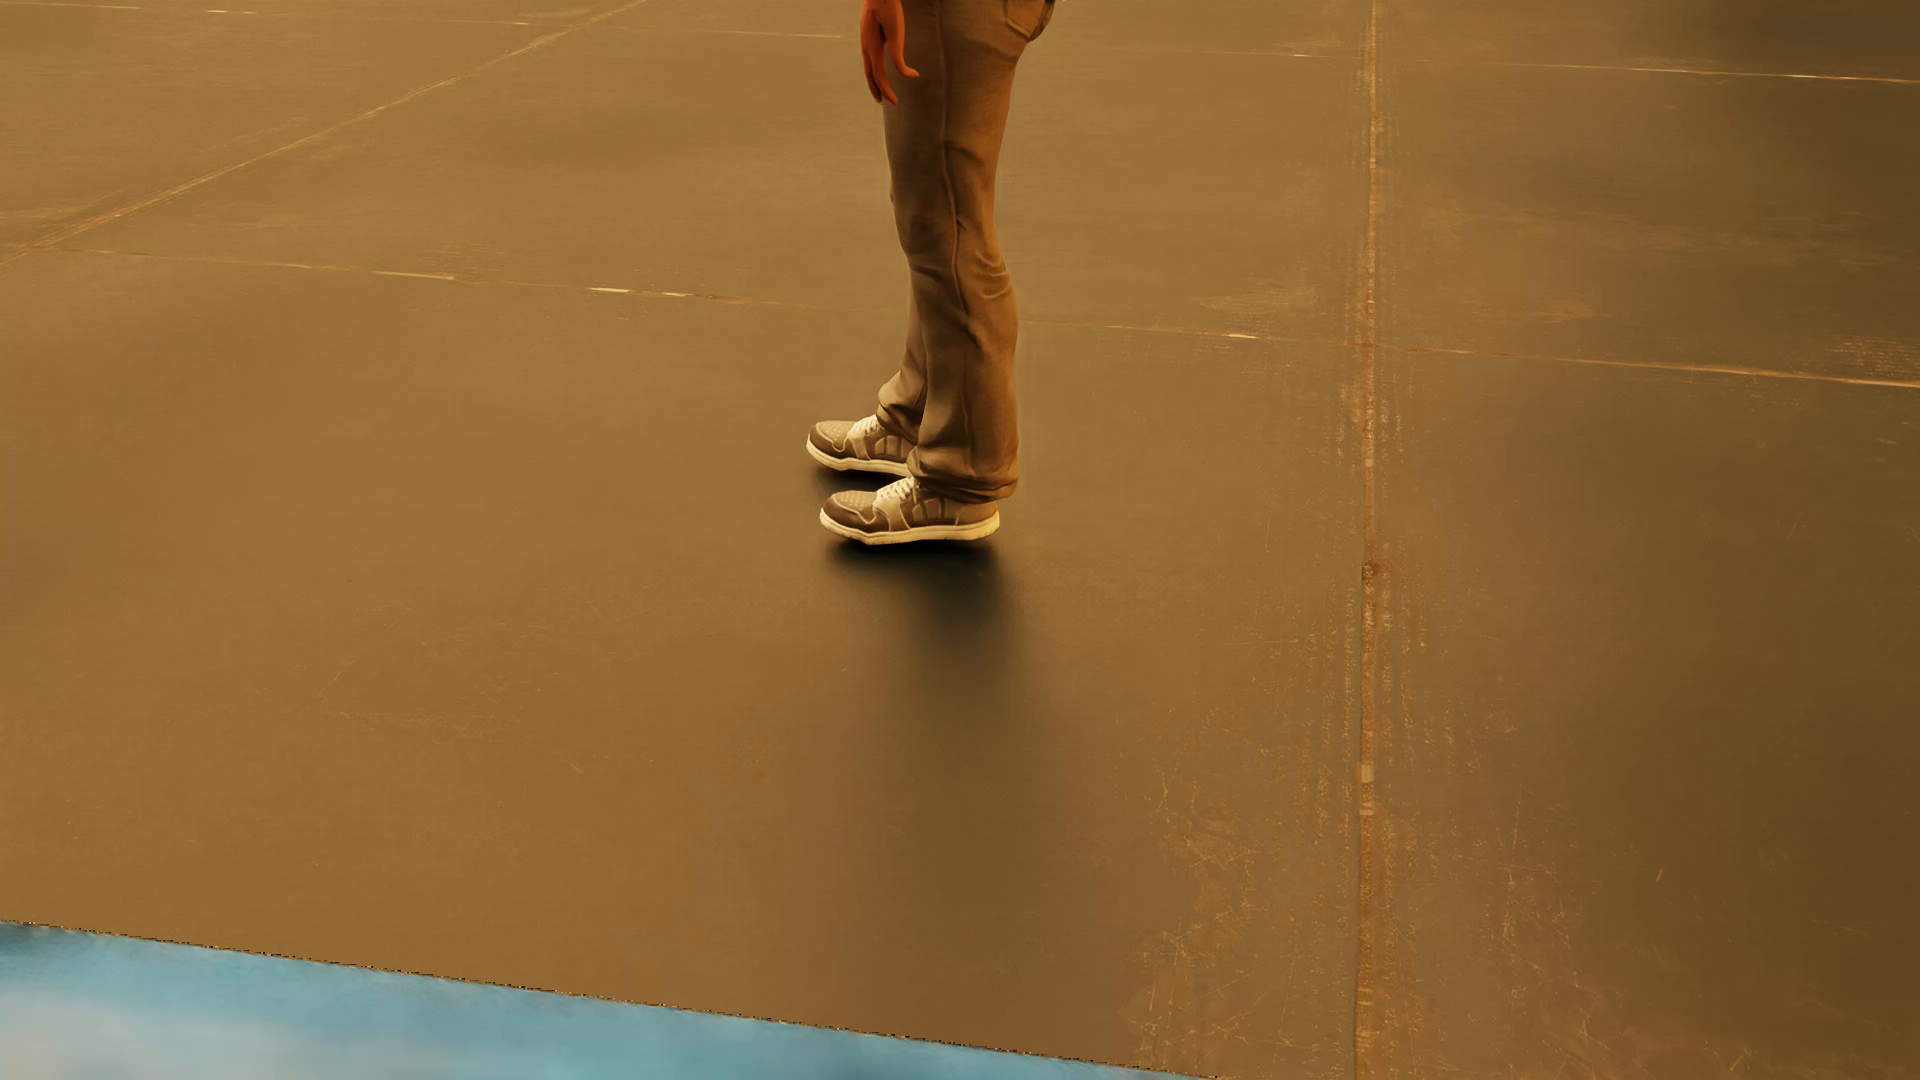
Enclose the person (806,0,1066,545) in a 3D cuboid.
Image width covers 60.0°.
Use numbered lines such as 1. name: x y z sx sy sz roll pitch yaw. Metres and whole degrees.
1. person: -0.069 -0.733 2.164 0.475 1.596 0.521 6 27 11
